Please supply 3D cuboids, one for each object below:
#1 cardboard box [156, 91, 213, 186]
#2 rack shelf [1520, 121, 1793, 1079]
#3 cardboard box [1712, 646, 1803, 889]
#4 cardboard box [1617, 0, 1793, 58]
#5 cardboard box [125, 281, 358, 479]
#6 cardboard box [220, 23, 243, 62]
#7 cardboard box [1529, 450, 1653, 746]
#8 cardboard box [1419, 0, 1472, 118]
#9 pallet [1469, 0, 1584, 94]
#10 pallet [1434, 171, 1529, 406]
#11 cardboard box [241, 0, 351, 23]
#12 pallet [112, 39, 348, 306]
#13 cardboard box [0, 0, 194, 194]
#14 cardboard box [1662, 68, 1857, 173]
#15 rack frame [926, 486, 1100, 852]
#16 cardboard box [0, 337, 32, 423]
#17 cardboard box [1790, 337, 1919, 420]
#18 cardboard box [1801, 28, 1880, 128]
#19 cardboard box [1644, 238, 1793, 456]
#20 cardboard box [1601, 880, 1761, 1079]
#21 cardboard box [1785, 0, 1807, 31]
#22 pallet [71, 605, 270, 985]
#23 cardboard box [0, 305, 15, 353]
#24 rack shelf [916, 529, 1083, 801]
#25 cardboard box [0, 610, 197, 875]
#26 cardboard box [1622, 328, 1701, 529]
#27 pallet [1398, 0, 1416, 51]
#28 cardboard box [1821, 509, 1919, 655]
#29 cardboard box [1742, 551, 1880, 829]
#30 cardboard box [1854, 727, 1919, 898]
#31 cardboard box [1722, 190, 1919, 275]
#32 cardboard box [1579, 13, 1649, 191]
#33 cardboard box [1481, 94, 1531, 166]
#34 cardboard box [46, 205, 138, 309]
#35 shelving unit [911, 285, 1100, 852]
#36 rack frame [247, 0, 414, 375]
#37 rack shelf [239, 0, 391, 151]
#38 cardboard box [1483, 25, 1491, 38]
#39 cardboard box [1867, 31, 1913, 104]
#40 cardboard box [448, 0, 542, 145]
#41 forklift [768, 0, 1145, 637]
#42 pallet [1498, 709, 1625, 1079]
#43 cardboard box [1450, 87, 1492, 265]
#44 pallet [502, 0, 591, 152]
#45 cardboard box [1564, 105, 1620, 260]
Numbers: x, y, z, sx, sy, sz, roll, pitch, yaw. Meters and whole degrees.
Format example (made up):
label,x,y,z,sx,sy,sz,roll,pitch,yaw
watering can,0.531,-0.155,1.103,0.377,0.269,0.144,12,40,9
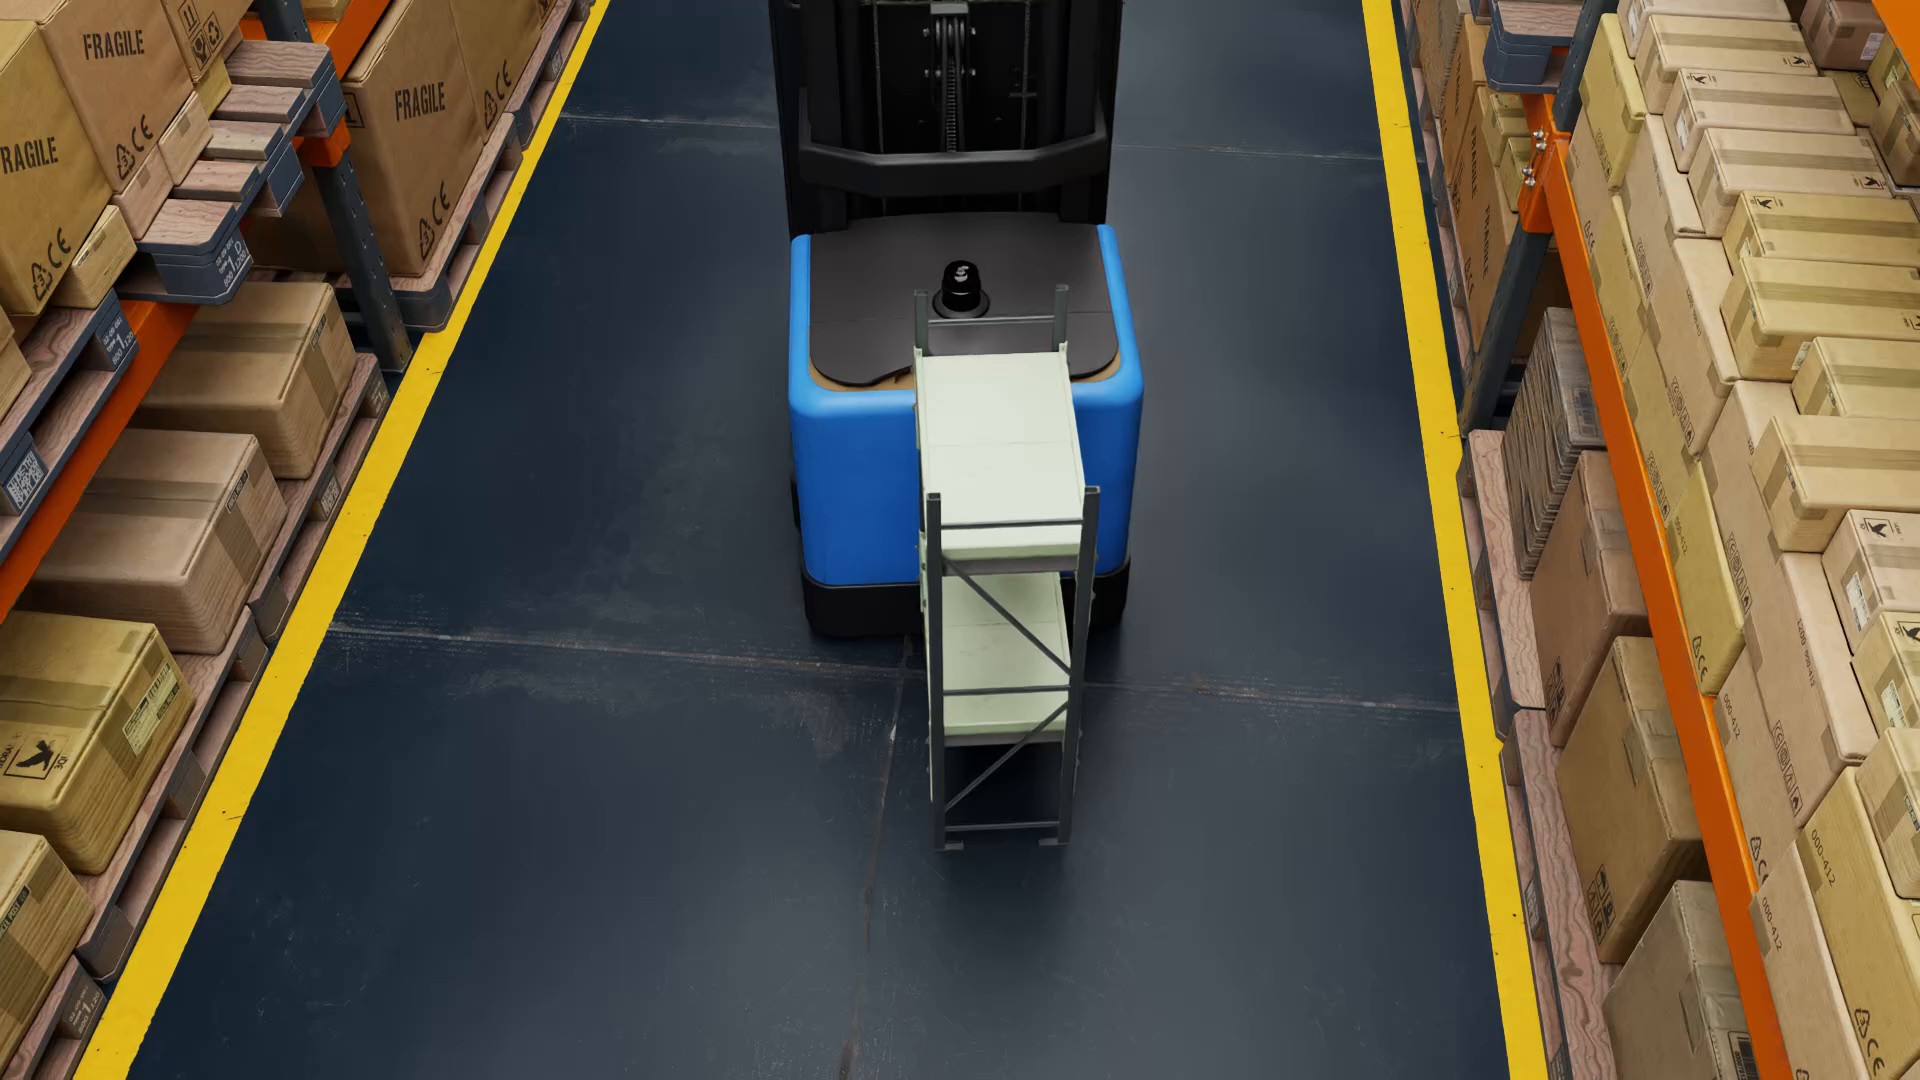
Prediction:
label,x,y,z,sx,sy,sz,roll,pitch,yaw
cardboard box,-2.334,-1.129,4.635,0.380,0.149,0.250,4,48,3
rack shelf,2.154,0.325,3.908,1.077,0.370,4.000,4,48,4
cardboard box,1.873,0.482,3.378,0.500,0.250,0.500,4,48,4
cardboard box,2.014,-1.426,4.514,0.380,0.149,0.250,5,48,5
cardboard box,-2.669,-0.559,5.725,0.950,0.372,0.625,1,48,1
cardboard box,-2.403,-1.519,4.992,0.380,0.149,0.250,5,48,5
cardboard box,2.214,0.210,4.850,0.875,0.625,0.625,5,48,5
cardboard box,2.290,-2.146,7.089,0.500,0.500,0.500,2,48,2
pallet,2.328,-1.826,5.517,1.213,0.211,1.003,4,48,4
pallet,2.442,-0.993,6.515,1.003,0.211,1.213,4,48,4
cardboard box,-2.312,-2.011,5.658,0.500,0.250,0.500,3,48,3
pallet,-2.566,-1.123,4.874,1.213,0.211,1.003,4,48,4
cardboard box,-2.408,-1.261,4.317,0.500,0.500,0.500,3,48,3
cardboard box,1.993,-1.039,4.160,0.380,0.149,0.250,5,48,5
rack frame,0.122,0.398,4.370,0.400,1.500,0.023,-2,48,-2
cardboard box,-2.465,-0.375,3.946,0.380,0.149,0.250,2,48,2
cardboard box,1.979,-0.279,3.465,0.380,0.149,0.250,4,48,4
cardboard box,2.572,-1.157,4.538,0.500,0.250,0.500,5,48,4
cardboard box,1.940,-0.445,3.887,0.500,0.250,0.500,3,48,3
cardboard box,2.086,1.258,3.892,0.875,0.625,0.625,3,48,3
cardboard box,2.539,-1.931,5.131,0.500,0.500,0.500,6,48,5
pallet,-2.794,0.691,4.975,1.003,0.211,1.213,4,48,4
cardboard box,-2.504,-0.489,3.611,0.500,0.500,0.500,2,48,2
rack shelf,0.102,0.348,4.857,0.431,0.370,0.720,-2,48,-2
cardboard box,-2.803,0.541,4.719,0.950,0.372,0.625,5,48,5
cardboard box,1.962,-0.279,4.074,0.500,0.250,0.500,2,48,2
pallet,2.664,-2.785,8.155,1.003,0.211,1.213,4,48,4
cardboard box,1.869,0.092,3.126,0.380,0.149,0.250,4,48,4
cardboard box,1.854,0.302,3.204,0.500,0.250,0.500,5,48,4
cardboard box,1.754,0.464,2.786,0.380,0.149,0.250,3,48,2
cardboard box,1.988,-0.659,3.813,0.380,0.149,0.250,4,48,4
cardboard box,2.027,-1.198,4.576,0.500,0.250,0.500,4,48,3
cardboard box,2.123,-1.487,6.047,0.380,0.149,0.250,2,48,2
cardboard box,-2.376,-0.741,4.281,0.380,0.149,0.250,5,48,4
shelving unit,0.102,0.128,4.616,0.431,1.500,0.755,-2,48,-2
rack frame,-2.607,-1.719,5.289,1.000,3.000,0.127,4,48,4
rack shelf,-2.425,-2.946,6.899,1.077,0.370,4.000,4,48,4
cardboard box,2.282,-2.052,6.564,0.380,0.149,0.250,3,48,3
cardboard box,2.595,-1.188,4.296,0.380,0.149,0.250,5,48,5
cardboard box,-2.376,-2.300,6.977,0.875,0.875,0.875,4,48,4
forklift,-0.058,-1.761,5.375,1.130,2.935,3.031,-2,48,-2
pallet,2.108,1.050,4.647,1.003,0.211,1.213,4,48,4
cardboard box,2.217,-1.378,6.387,0.500,0.500,0.500,3,48,3
pallet,-2.347,-2.246,7.661,1.003,0.211,1.213,4,48,4
cardboard box,2.052,-1.027,4.758,0.500,0.250,0.500,4,48,4
